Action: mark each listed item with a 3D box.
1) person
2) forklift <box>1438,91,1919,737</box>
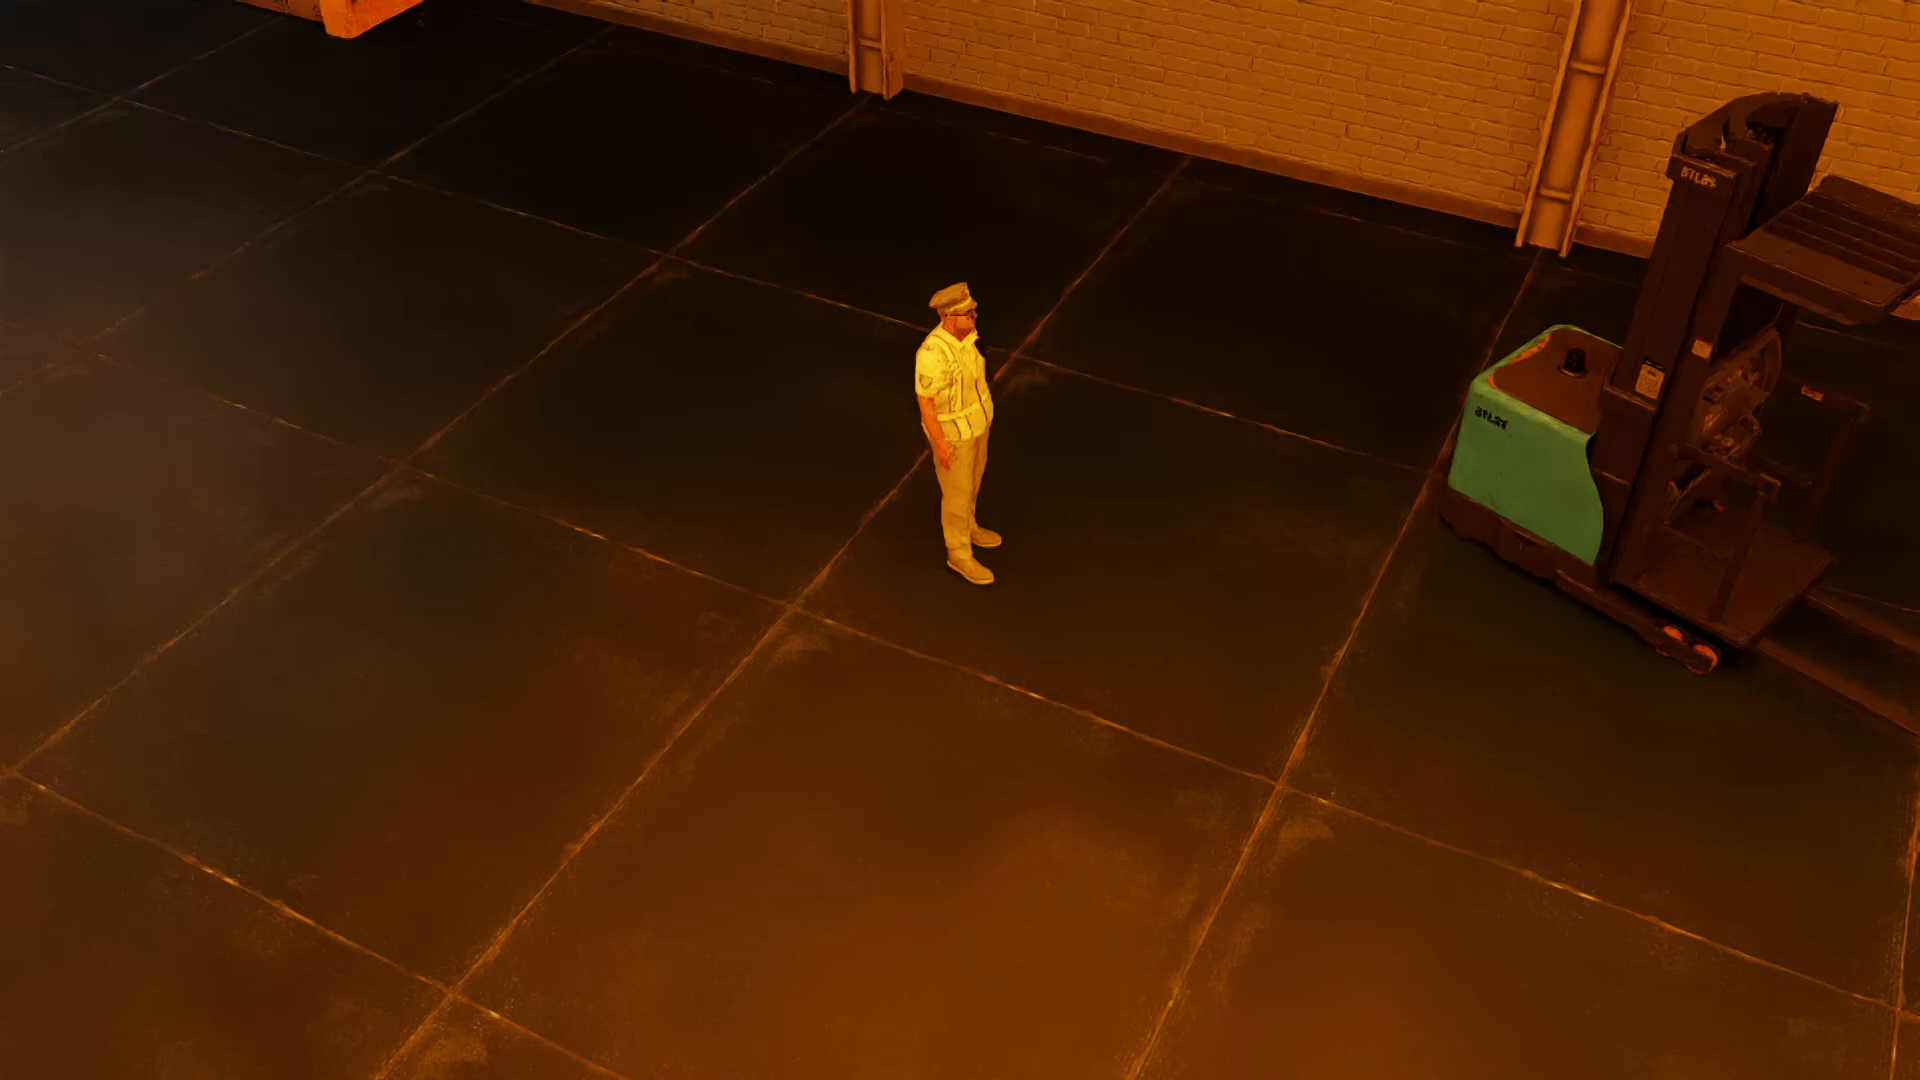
[{"bbox_3d":[0.064,-0.657,9.648,0.574,1.778,0.640,18,43,21],"label":"person"},{"bbox_3d":[4.341,-0.744,8.870,1.130,2.935,3.031,-31,49,-31],"label":"forklift"}]
